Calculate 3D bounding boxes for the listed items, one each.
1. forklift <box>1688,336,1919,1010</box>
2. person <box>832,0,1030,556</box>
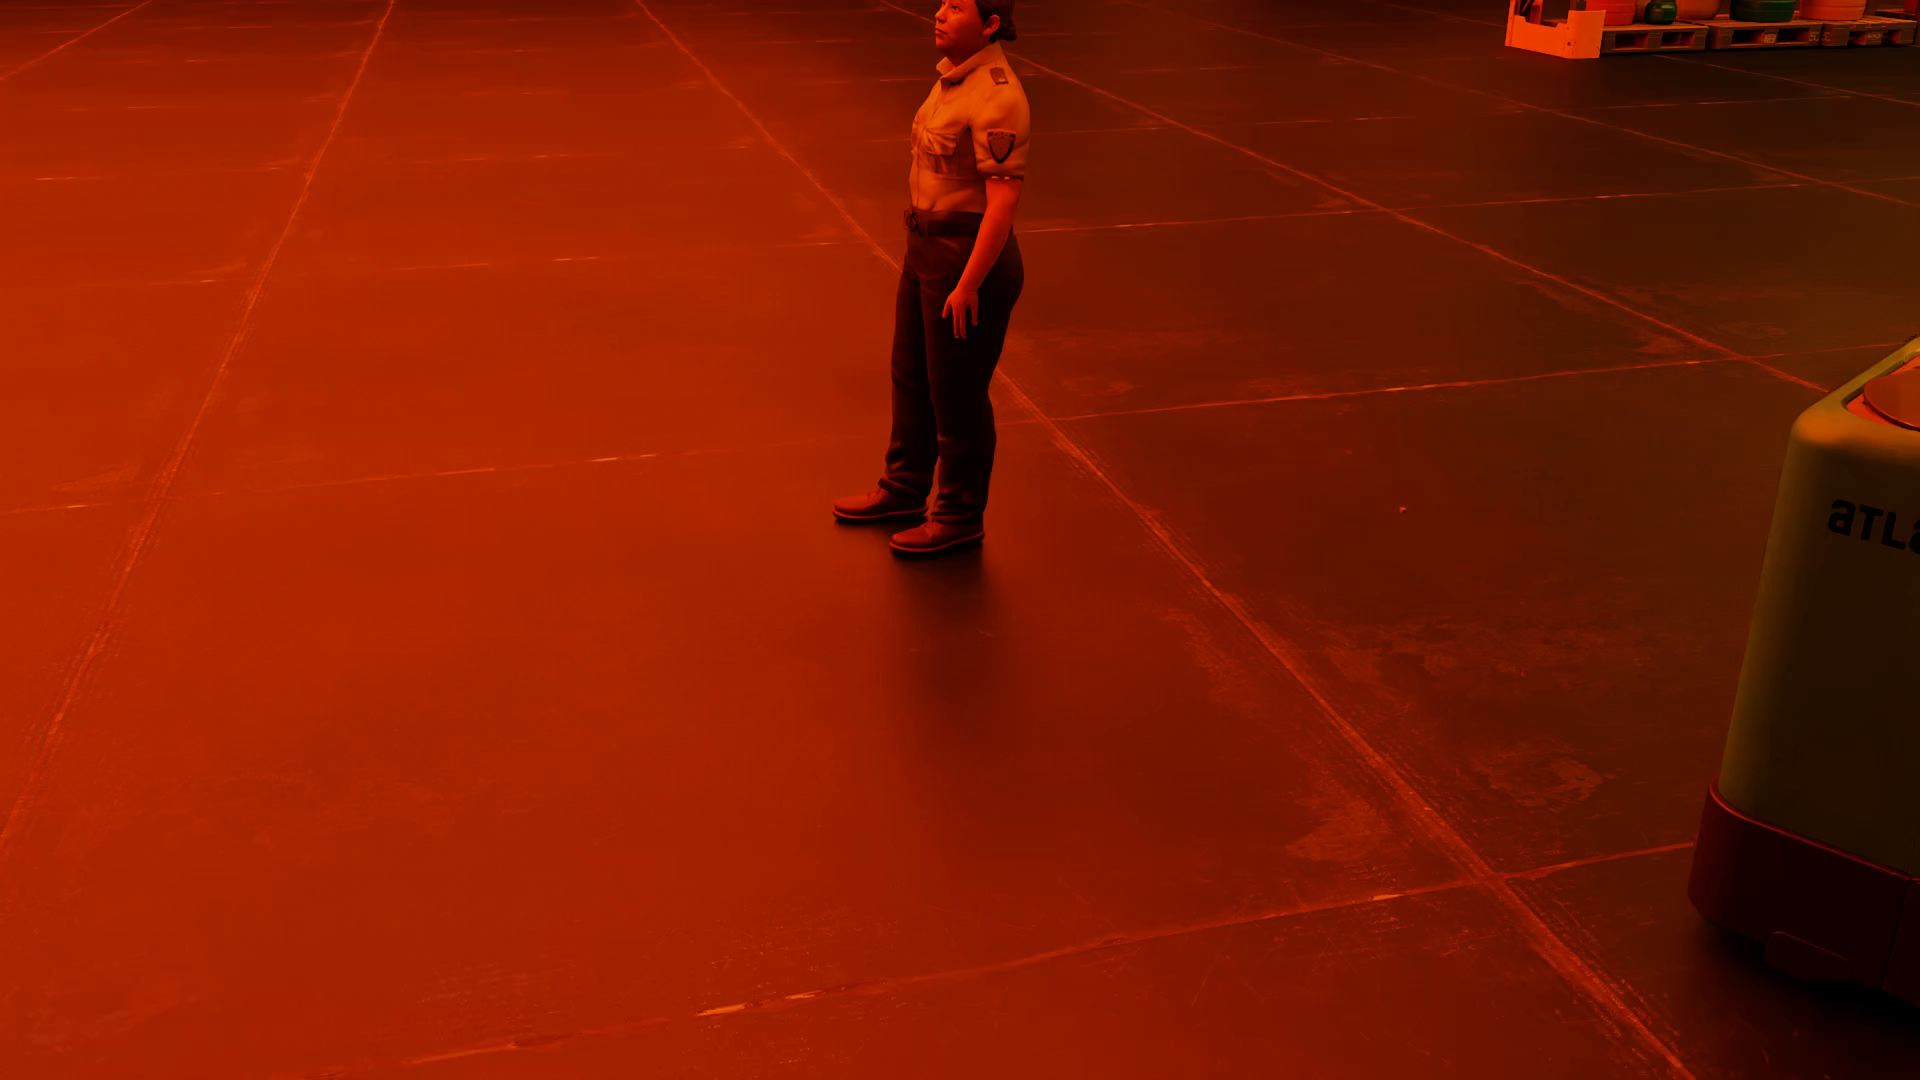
[{"bbox_3d":[2.826,-0.314,2.049,3.031,2.935,1.130,21,31,40],"label":"forklift"},{"bbox_3d":[-0.093,-0.764,4.726,0.502,1.651,0.598,-6,24,-14],"label":"person"}]
